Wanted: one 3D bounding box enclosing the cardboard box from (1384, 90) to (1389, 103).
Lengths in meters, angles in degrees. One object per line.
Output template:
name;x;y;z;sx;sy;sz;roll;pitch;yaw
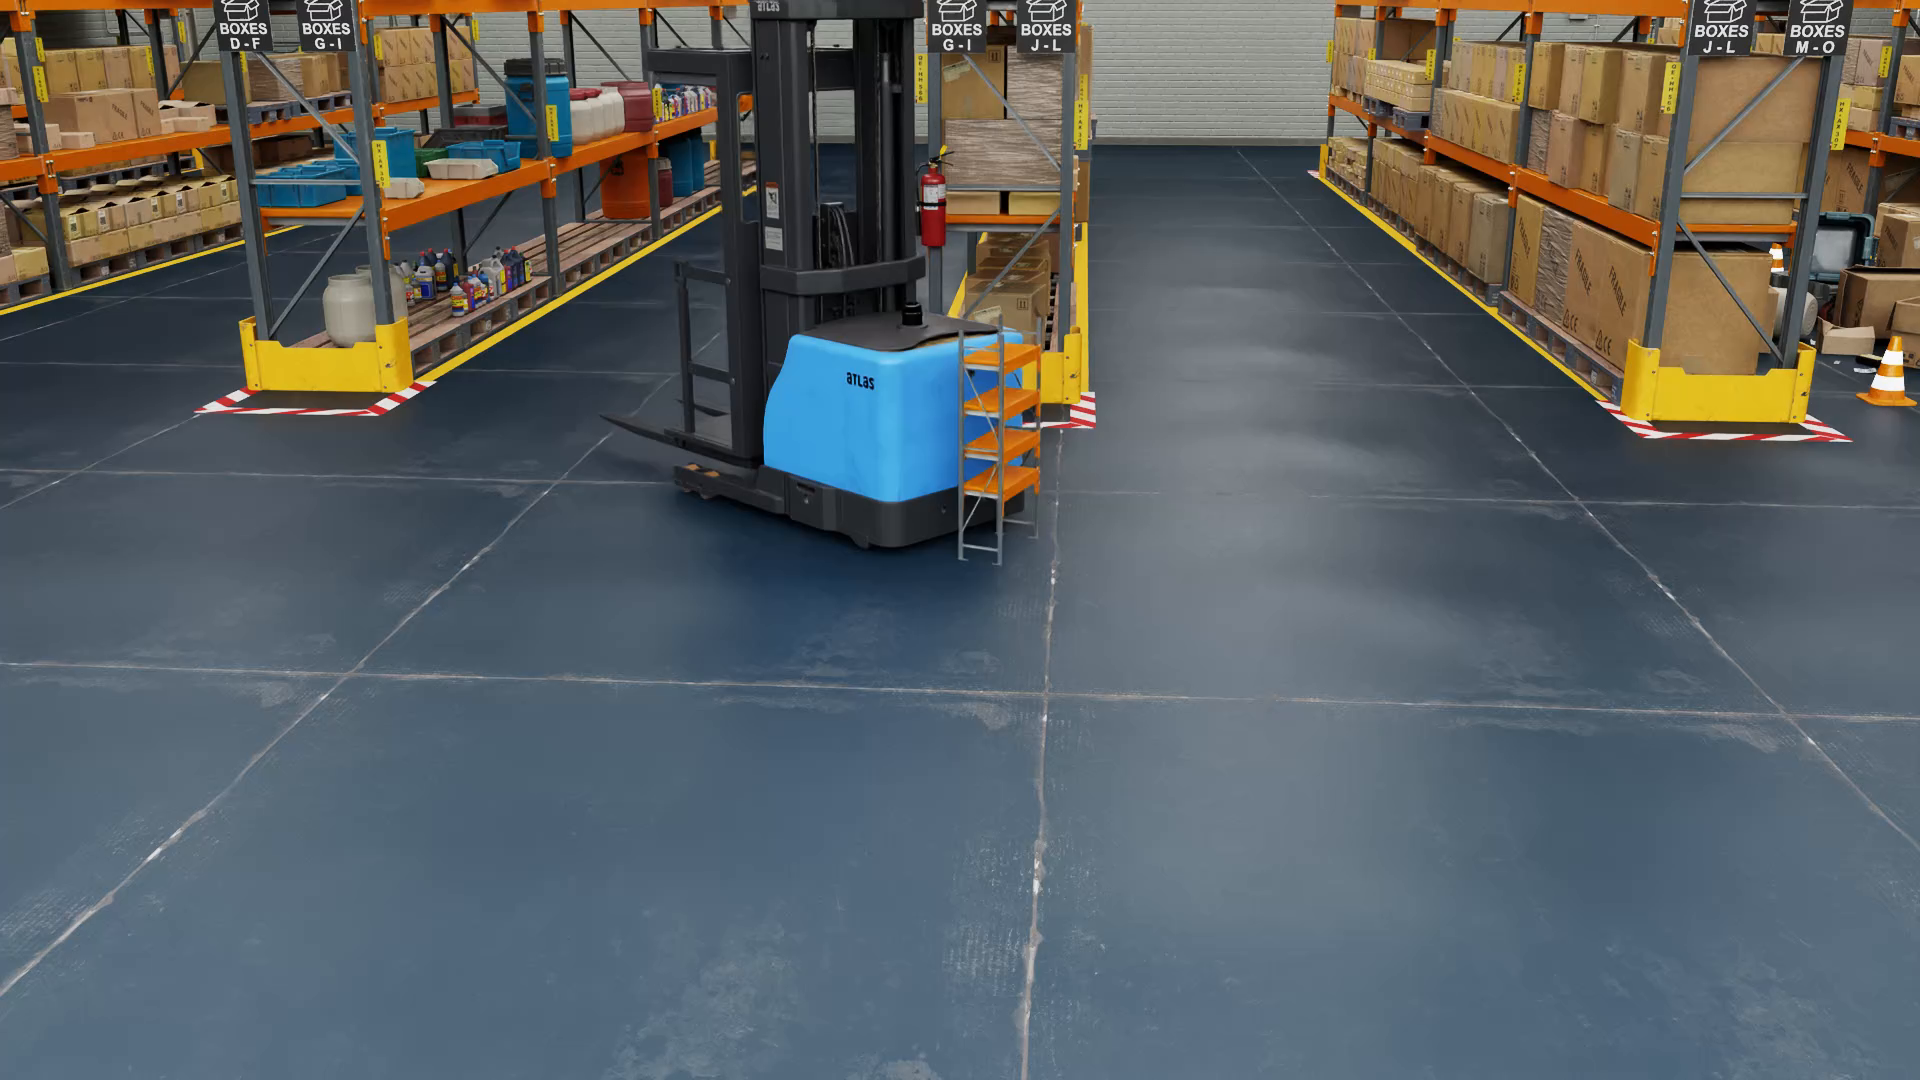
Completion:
cardboard box;5.487;-5.508;20.645;0.380;0.149;0.250;0;18;1

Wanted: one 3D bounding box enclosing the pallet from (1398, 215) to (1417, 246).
pallet;5.854;-3.699;19.873;1.003;0.211;1.213;1;18;4

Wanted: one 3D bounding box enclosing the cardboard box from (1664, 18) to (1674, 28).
cardboard box;11.013;-7.914;25.450;0.380;0.149;0.250;2;18;5

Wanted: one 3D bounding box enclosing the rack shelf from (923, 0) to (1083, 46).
rack shelf;0.426;-4.144;13.090;1.077;0.370;4.000;1;18;4

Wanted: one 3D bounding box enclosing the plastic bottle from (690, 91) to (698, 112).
plastic bottle;-3.565;-5.818;22.060;0.152;0.276;0.135;1;18;4

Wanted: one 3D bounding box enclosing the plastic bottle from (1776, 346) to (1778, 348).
plastic bottle;6.800;-1.552;13.561;0.283;0.061;0.133;-5;19;-15

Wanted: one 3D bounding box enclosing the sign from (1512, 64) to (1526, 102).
sign;4.968;-4.061;14.767;0.100;0.325;0.005;1;18;4

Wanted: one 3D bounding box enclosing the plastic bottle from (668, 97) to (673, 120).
plastic bottle;-3.636;-5.392;20.769;0.097;0.271;0.097;0;18;0

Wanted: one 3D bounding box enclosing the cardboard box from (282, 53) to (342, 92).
cardboard box;-8.995;-6.493;23.087;0.700;0.500;0.500;-5;19;-15

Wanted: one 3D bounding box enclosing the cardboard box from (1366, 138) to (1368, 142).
cardboard box;6.509;-6.147;25.814;0.380;0.149;0.250;2;18;5

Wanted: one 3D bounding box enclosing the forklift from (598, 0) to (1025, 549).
forklift;-1.030;-1.723;9.475;1.130;2.935;3.031;-17;25;-41

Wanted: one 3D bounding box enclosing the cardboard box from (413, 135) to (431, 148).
cardboard box;-8.608;-5.995;25.703;0.797;0.503;0.637;1;18;4

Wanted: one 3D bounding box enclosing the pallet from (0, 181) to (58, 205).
pallet;-13.659;-4.931;23.633;1.003;0.211;1.213;1;18;4

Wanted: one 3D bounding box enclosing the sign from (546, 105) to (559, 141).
sign;-3.823;-3.908;15.587;0.100;0.325;0.005;1;18;4

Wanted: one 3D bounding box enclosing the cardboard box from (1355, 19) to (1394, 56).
cardboard box;5.930;-7.159;23.711;0.500;0.500;0.500;2;18;5

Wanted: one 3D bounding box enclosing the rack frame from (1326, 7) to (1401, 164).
rack frame;6.370;-7.266;26.281;1.000;3.000;0.127;1;18;4

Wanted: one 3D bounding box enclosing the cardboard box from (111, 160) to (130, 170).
cardboard box;-13.444;-6.055;25.924;0.700;0.500;0.500;2;18;5

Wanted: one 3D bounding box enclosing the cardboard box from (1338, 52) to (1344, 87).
cardboard box;6.049;-7.155;25.303;0.500;0.500;0.500;1;18;4

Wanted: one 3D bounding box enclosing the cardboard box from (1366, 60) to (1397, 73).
cardboard box;5.596;-6.275;22.029;0.380;0.149;0.250;2;18;7

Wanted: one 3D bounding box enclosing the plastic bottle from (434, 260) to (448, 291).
plastic bottle;-4.732;-2.415;15.152;0.097;0.271;0.097;0;18;0

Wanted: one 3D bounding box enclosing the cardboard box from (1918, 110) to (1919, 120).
cardboard box;10.413;-4.515;17.613;0.380;0.149;0.250;0;18;0

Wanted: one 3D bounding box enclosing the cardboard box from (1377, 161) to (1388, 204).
cardboard box;5.729;-4.648;21.630;0.500;0.500;0.500;2;18;6

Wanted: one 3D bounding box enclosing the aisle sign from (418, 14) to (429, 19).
aisle sign;-8.739;-8.894;27.073;0.394;0.787;0.004;1;18;4

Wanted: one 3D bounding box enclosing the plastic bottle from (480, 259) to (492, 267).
plastic bottle;-4.293;-2.436;15.208;0.152;0.276;0.135;1;18;4

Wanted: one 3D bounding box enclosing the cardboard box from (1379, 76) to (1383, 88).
cardboard box;5.526;-5.808;21.082;0.380;0.149;0.250;2;18;6

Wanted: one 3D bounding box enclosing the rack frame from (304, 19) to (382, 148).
rack frame;-8.737;-6.388;23.602;1.000;3.000;0.127;1;18;4

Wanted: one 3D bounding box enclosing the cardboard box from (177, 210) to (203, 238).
cardboard box;-8.891;-3.554;18.693;0.500;0.250;0.500;2;18;5

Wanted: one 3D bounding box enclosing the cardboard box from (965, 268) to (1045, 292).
cardboard box;0.353;-1.831;13.033;0.500;0.500;0.500;6;19;18

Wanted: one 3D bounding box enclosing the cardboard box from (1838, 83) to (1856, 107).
cardboard box;10.555;-5.184;19.365;0.500;0.250;0.500;1;18;2

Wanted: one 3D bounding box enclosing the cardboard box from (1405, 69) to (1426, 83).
cardboard box;5.394;-5.385;19.313;0.380;0.149;0.250;1;18;3

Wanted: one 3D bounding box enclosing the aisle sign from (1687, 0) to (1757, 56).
aisle sign;4.919;-3.517;10.664;0.394;0.787;0.004;1;18;4

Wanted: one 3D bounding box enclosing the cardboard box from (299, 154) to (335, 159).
cardboard box;-8.567;-4.941;22.492;0.500;0.500;0.500;2;18;5

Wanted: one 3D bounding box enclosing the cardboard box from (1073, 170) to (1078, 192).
cardboard box;0.745;-2.867;13.257;0.380;0.149;0.250;1;18;4

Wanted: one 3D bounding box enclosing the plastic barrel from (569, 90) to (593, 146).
plastic barrel;-4.031;-4.377;17.244;0.433;0.535;0.433;0;18;0

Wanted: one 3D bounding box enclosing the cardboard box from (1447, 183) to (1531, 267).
cardboard box;5.537;-3.164;16.700;1.050;0.750;0.750;1;18;4

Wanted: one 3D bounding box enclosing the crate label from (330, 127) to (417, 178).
crate label;-4.795;-3.144;13.644;0.502;0.435;0.616;1;18;4

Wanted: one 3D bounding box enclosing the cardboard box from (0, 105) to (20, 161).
cardboard box;-9.336;-3.813;15.582;0.700;0.500;0.500;1;18;2

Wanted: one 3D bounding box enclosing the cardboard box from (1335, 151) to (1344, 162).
cardboard box;5.944;-5.856;25.405;0.380;0.149;0.250;2;18;6

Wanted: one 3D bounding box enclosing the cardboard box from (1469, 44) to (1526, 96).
cardboard box;5.685;-4.848;17.136;0.700;0.500;0.500;1;18;3

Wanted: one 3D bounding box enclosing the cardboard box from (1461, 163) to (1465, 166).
cardboard box;6.087;-4.358;19.542;0.500;0.250;0.500;0;18;1

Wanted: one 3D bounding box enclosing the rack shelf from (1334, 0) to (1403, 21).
rack shelf;6.226;-7.729;24.030;1.077;0.370;4.000;1;18;4

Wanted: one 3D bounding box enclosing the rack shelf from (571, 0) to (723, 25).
rack shelf;-3.940;-6.739;21.010;1.077;0.370;4.000;1;18;4

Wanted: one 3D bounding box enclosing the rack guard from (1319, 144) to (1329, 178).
rack guard;6.364;-6.055;26.598;1.175;0.500;0.348;1;18;4

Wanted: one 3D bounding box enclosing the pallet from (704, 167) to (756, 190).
pallet;-3.698;-5.561;25.554;1.003;0.211;1.213;1;18;4

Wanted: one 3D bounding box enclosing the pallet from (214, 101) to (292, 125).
pallet;-9.046;-5.267;20.488;1.213;0.211;1.003;1;18;4

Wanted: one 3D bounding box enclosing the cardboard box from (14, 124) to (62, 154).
cardboard box;-9.319;-3.986;16.512;0.500;0.250;0.500;2;18;7

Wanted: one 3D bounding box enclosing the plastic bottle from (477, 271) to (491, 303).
plastic bottle;-4.170;-2.219;14.552;0.097;0.271;0.097;0;18;0

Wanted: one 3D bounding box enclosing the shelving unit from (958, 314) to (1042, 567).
shelving unit;0.209;-0.520;8.583;0.258;1.200;0.503;8;20;24

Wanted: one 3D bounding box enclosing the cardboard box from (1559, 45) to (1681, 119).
cardboard box;5.350;-3.672;13.336;0.875;0.550;0.550;1;18;4

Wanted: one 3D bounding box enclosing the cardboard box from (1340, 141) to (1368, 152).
cardboard box;6.013;-5.996;25.353;0.380;0.149;0.250;0;18;1

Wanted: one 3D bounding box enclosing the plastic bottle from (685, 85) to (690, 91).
plastic bottle;-3.680;-5.964;22.385;0.144;0.351;0.185;1;18;4

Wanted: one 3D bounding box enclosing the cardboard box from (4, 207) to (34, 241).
cardboard box;-9.568;-3.195;16.698;0.500;0.311;0.500;1;18;4

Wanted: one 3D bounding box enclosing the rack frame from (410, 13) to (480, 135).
rack frame;-8.451;-7.631;27.393;1.000;3.000;0.127;1;18;4

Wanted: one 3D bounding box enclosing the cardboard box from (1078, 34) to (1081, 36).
cardboard box;0.812;-4.199;14.678;0.500;0.500;0.500;1;18;4

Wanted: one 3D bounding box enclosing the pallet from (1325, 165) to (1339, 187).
pallet;6.271;-5.666;25.876;1.003;0.211;1.213;1;18;4
